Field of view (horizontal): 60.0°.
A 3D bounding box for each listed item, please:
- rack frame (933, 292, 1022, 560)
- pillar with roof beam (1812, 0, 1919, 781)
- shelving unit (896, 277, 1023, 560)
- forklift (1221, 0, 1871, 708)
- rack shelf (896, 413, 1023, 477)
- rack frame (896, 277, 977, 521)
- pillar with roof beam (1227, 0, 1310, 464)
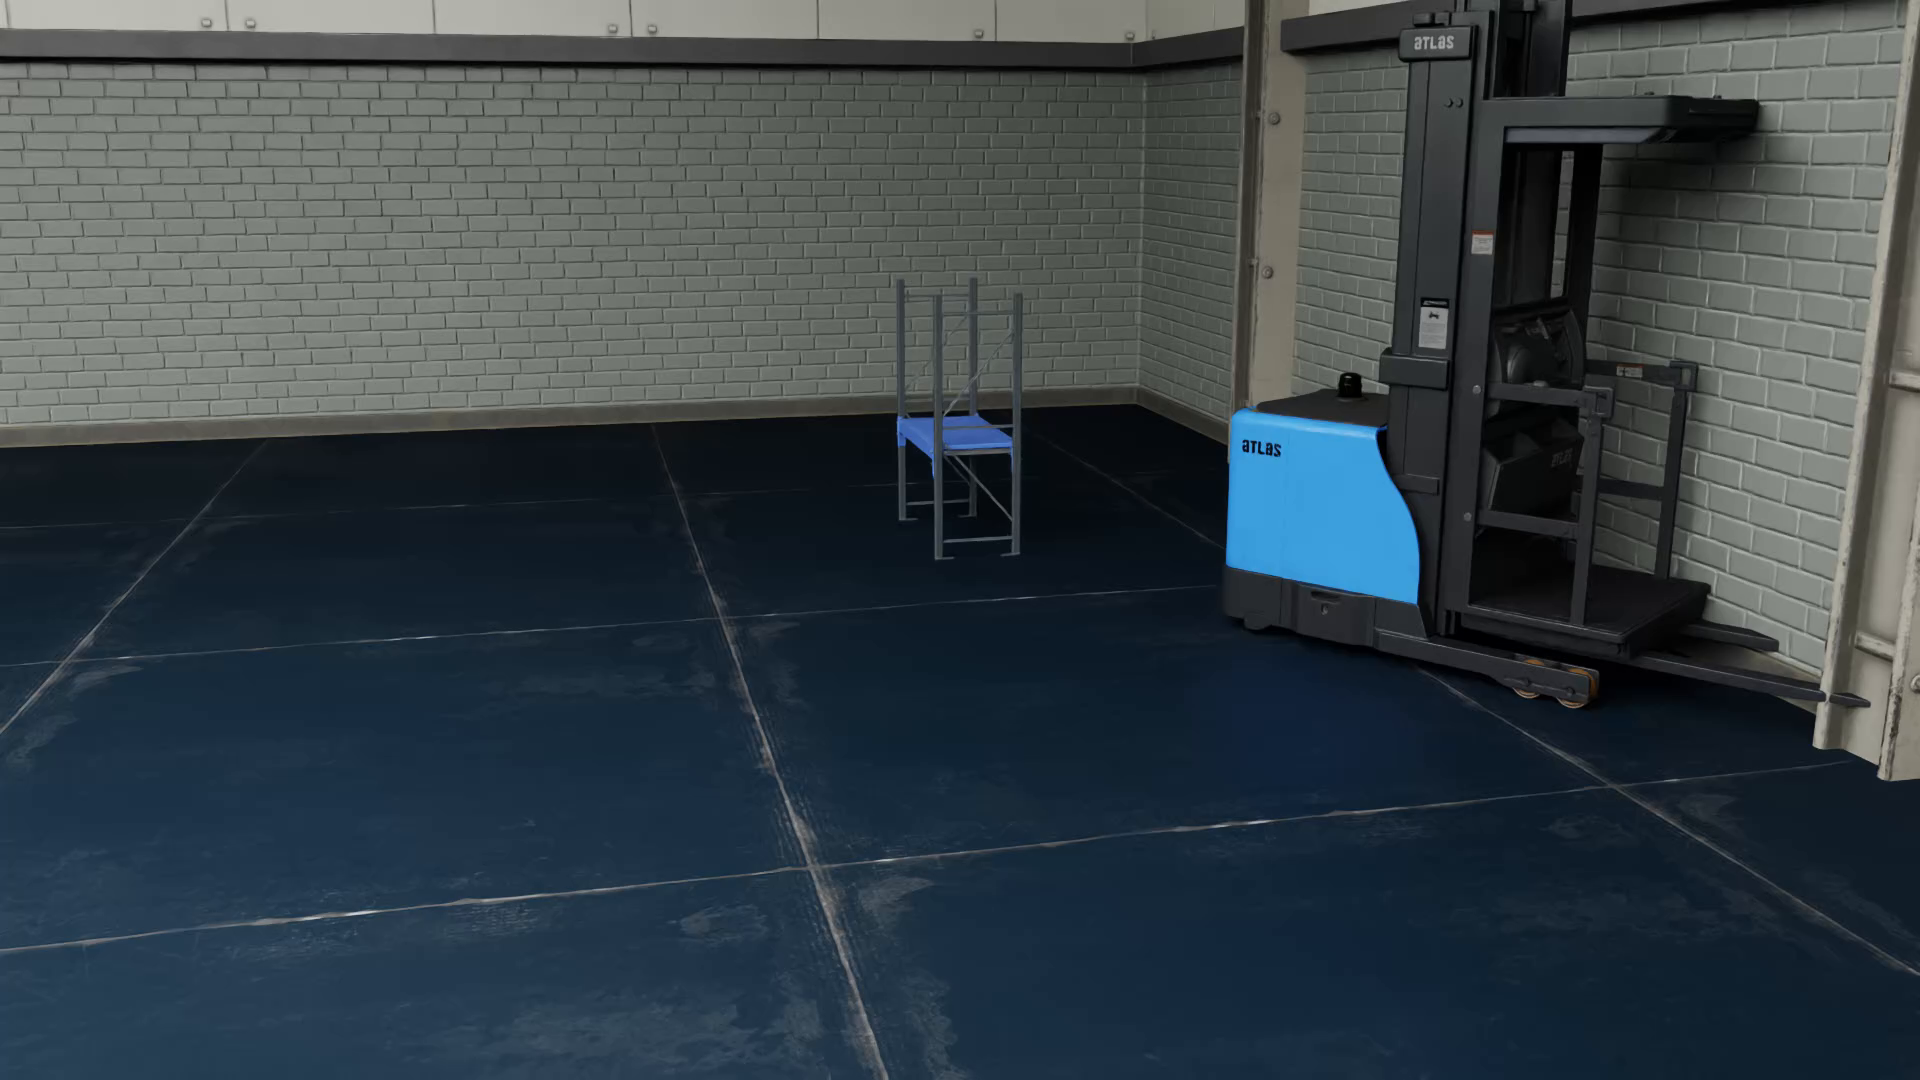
[{"bbox_3d":[0.099,-0.631,9.350,0.500,1.500,0.032,-3,14,-13],"label":"rack frame"},{"bbox_3d":[-0.610,-3.282,4.398,9.100,9.000,0.400,-3,14,-13],"label":"pillar with roof beam"},{"bbox_3d":[-0.020,-0.748,9.830,0.538,1.500,1.048,-3,14,-13],"label":"shelving unit"},{"bbox_3d":[2.721,-0.853,7.244,3.031,2.935,1.130,12,18,40],"label":"forklift"},{"bbox_3d":[-0.020,-0.574,9.872,0.538,0.185,1.000,-3,14,-13],"label":"rack shelf"},{"bbox_3d":[-0.139,-0.866,10.310,0.500,1.500,0.032,-3,14,-13],"label":"rack frame"},{"bbox_3d":[-2.019,-4.666,10.064,9.100,9.000,0.400,-3,14,-13],"label":"pillar with roof beam"}]
